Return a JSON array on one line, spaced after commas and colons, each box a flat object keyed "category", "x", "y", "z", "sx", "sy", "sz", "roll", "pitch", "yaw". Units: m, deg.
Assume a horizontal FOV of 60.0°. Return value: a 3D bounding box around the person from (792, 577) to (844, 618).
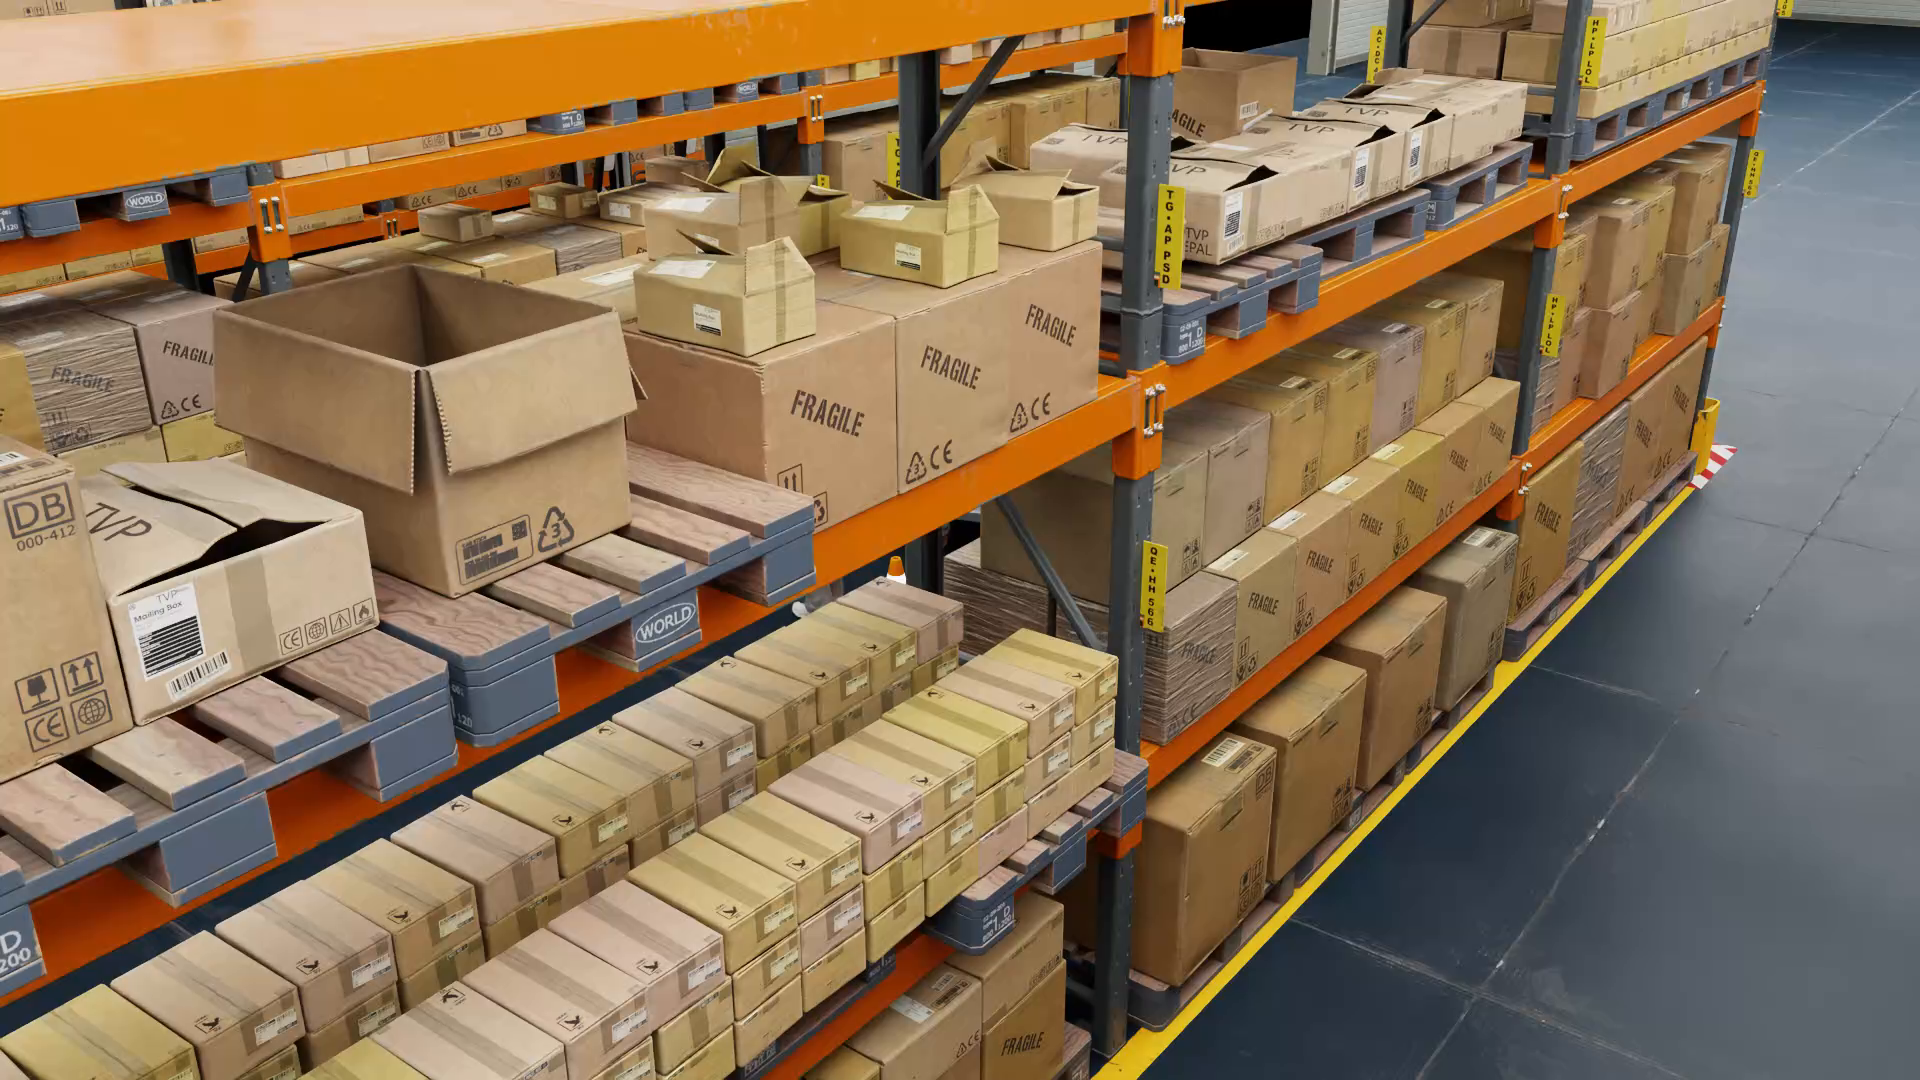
[{"category": "person", "x": -0.856, "y": -0.290, "z": 9.784, "sx": 0.469, "sy": 1.696, "sz": 0.447, "roll": 17, "pitch": 29, "yaw": 34}]
